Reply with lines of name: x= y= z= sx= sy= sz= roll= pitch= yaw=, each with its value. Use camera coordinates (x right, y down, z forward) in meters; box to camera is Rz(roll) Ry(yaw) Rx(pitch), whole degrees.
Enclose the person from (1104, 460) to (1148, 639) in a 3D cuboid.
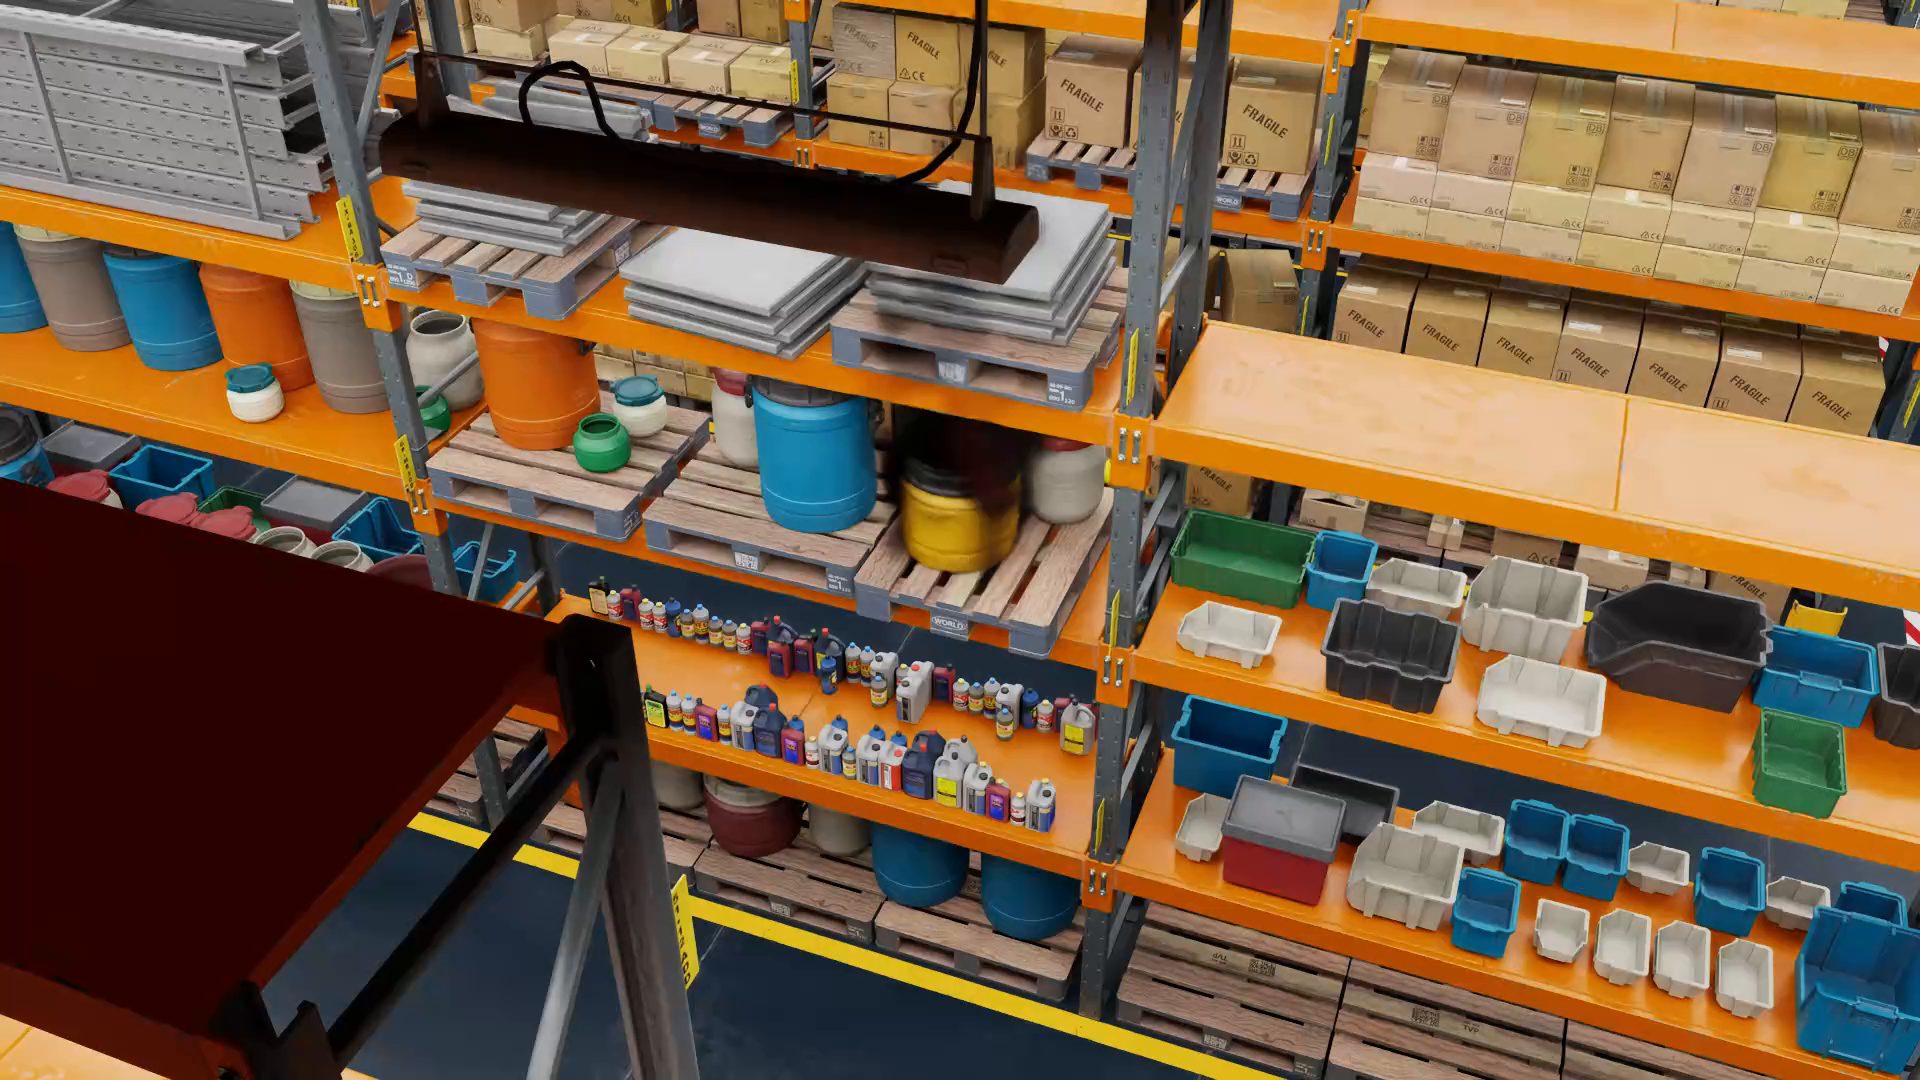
person: x=1.037 y=0.162 z=11.712 sx=0.782 sy=1.735 sz=0.690 roll=3 pitch=37 yaw=3
